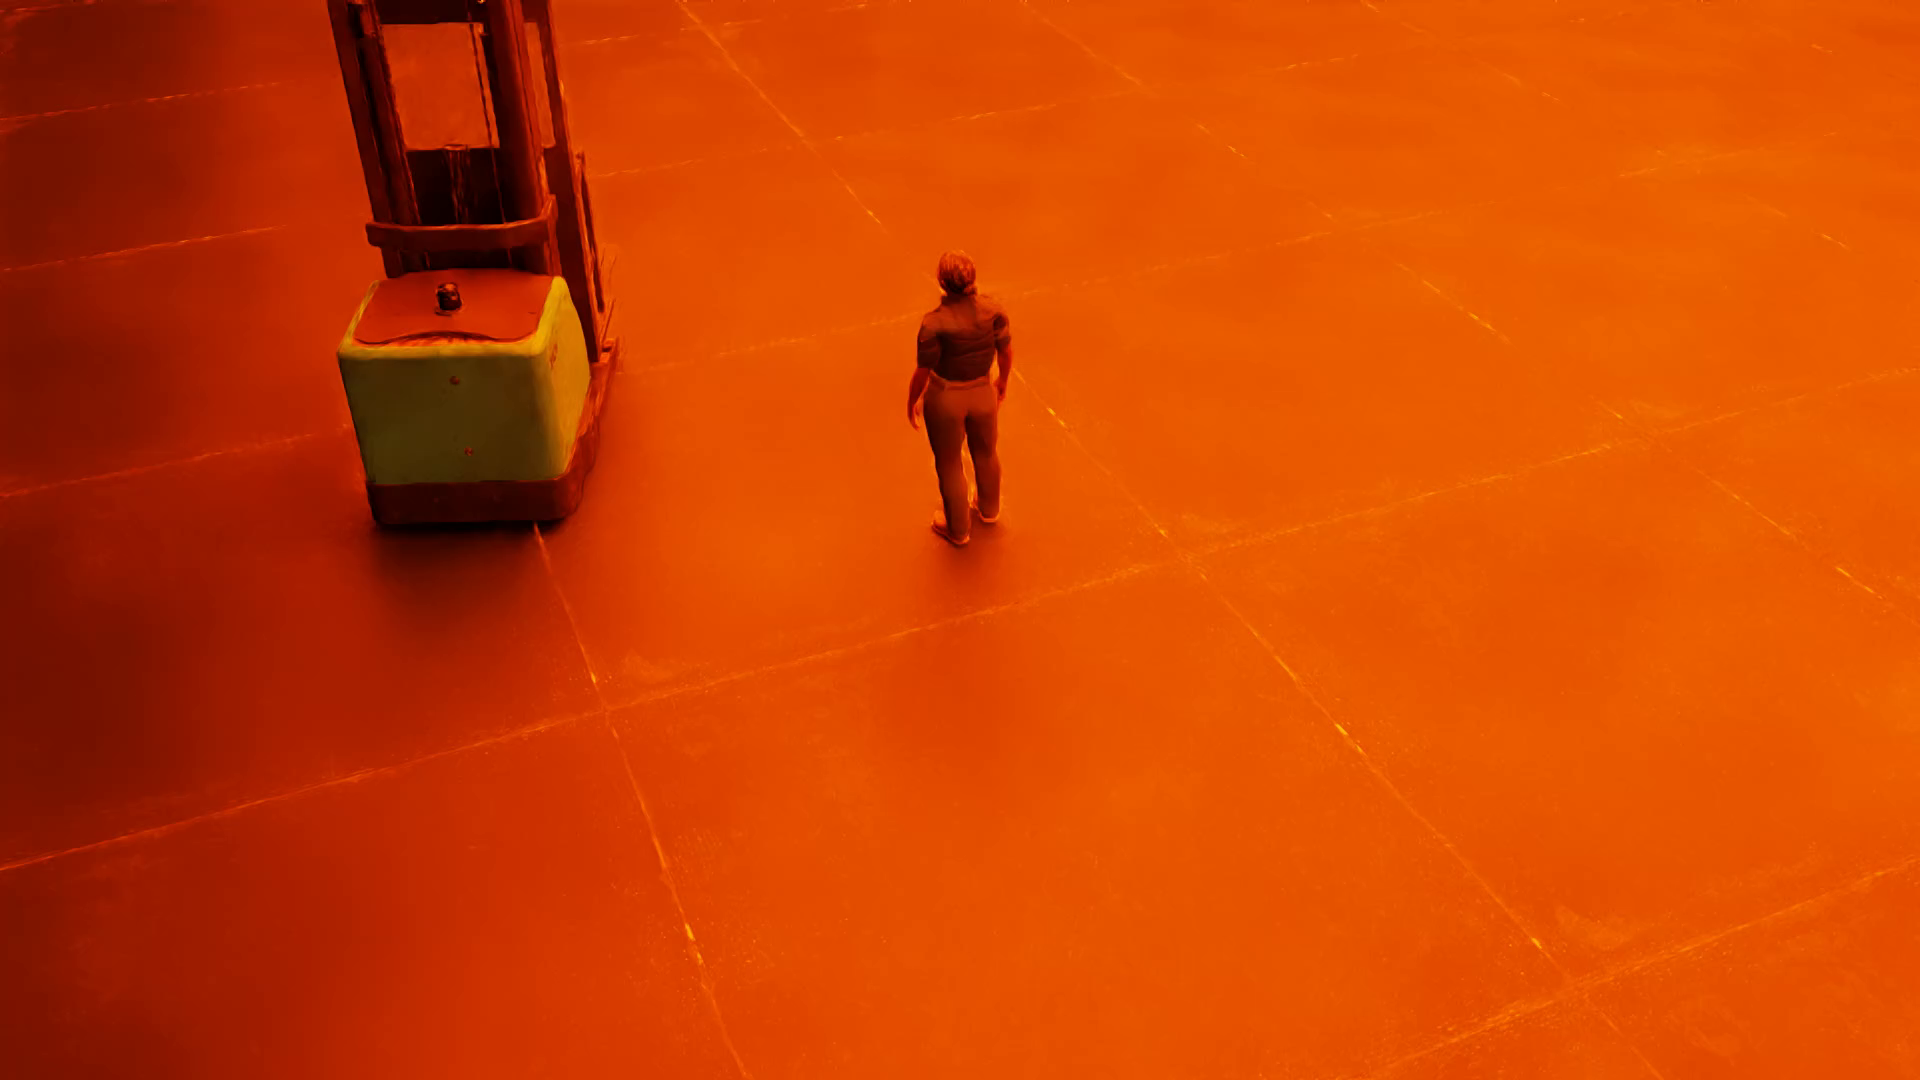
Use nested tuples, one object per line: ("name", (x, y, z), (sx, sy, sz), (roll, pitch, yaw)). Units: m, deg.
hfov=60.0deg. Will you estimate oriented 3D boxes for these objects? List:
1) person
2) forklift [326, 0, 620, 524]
("person", (-0.016, -0.729, 8.218), (0.570, 1.648, 0.503), (-14, 38, -19))
("forklift", (-2.619, -2.106, 9.060), (1.130, 2.935, 3.031), (-2, 35, -2))
